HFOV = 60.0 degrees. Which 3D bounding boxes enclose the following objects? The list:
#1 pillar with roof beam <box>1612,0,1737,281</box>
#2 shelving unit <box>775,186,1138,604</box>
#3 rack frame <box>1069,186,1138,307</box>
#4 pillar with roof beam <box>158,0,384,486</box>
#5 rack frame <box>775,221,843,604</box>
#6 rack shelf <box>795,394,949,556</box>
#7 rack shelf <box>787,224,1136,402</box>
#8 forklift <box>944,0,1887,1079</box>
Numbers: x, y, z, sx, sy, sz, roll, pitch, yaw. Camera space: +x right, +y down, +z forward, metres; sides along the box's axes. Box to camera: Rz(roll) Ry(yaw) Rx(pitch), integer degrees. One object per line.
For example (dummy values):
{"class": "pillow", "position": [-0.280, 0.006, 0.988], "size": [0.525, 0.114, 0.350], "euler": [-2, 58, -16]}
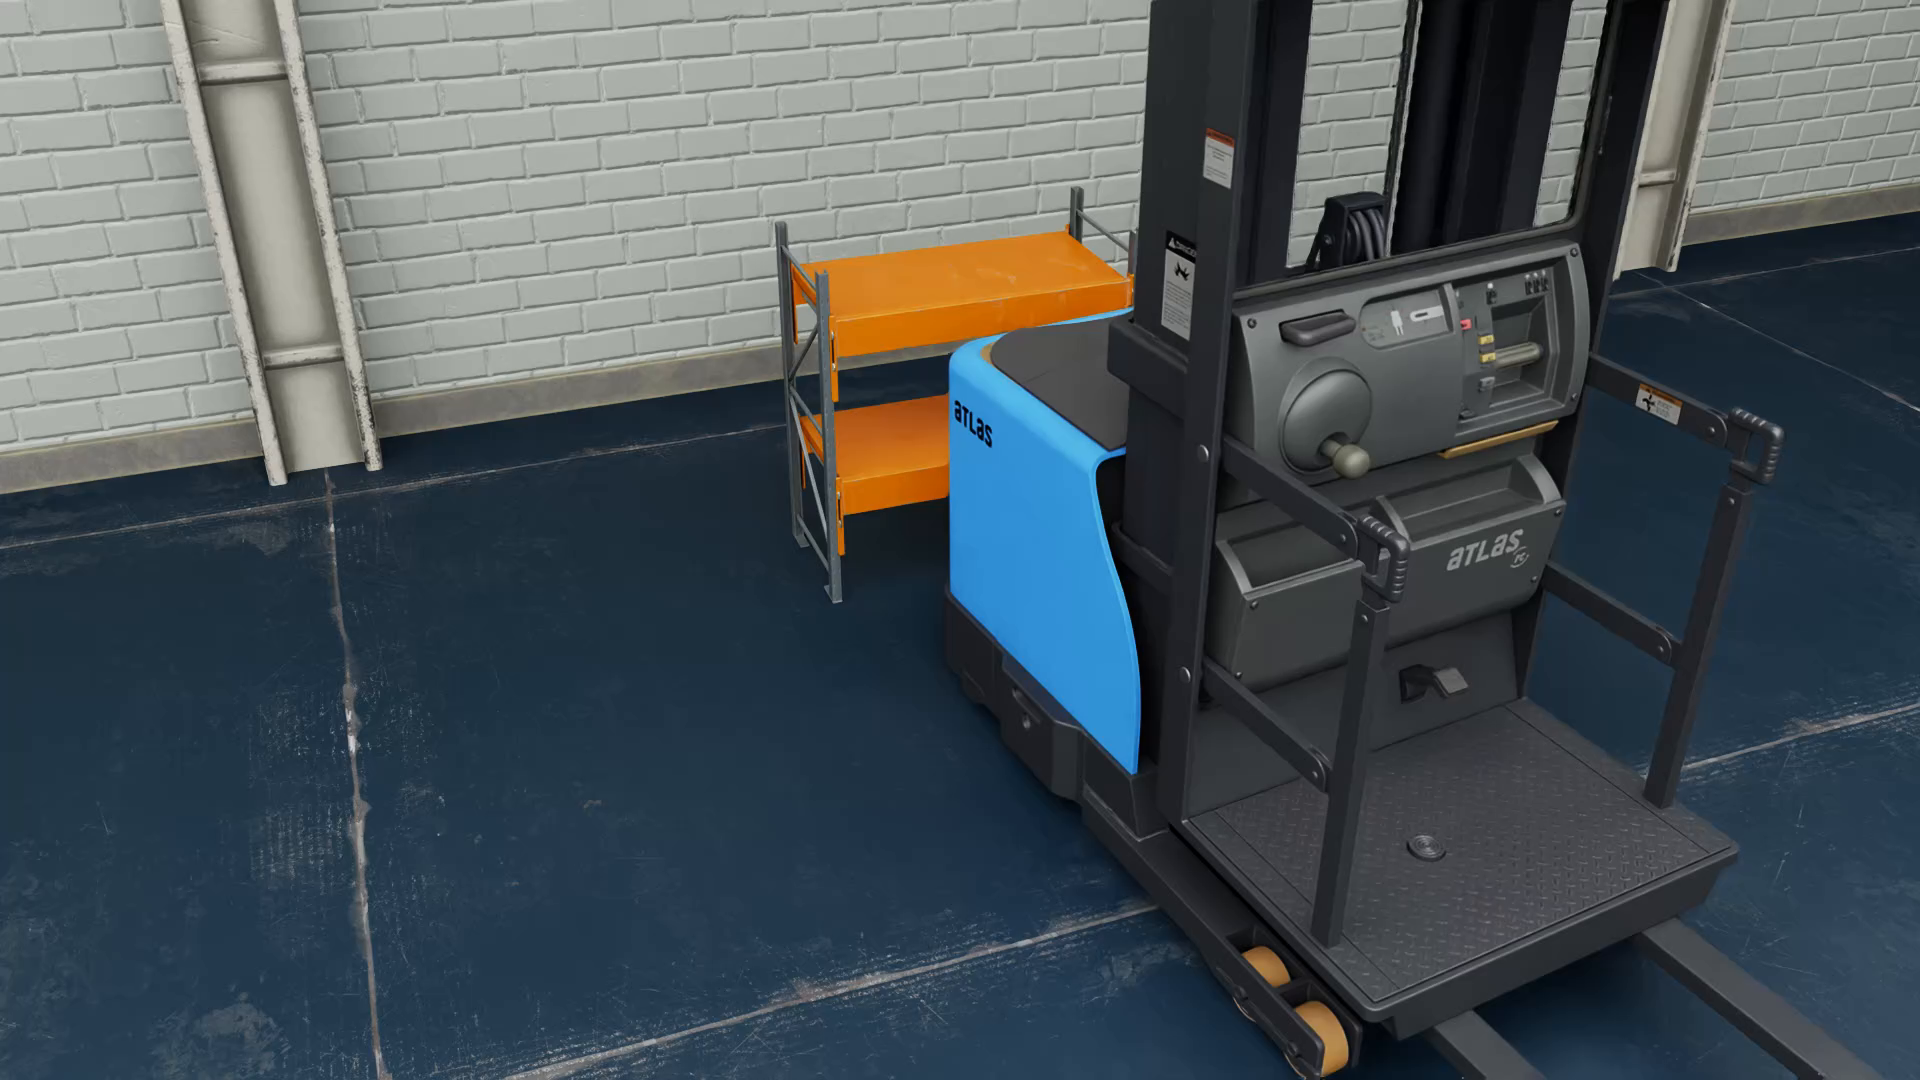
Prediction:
{"class": "pillar with roof beam", "position": [4.728, -3.252, 2.367], "size": [0.400, 9.000, 9.100], "euler": [-10, 31, -18]}
{"class": "shelving unit", "position": [-0.006, -0.488, 5.469], "size": [1.048, 1.125, 0.538], "euler": [-10, 31, -18]}
{"class": "rack frame", "position": [0.470, -0.575, 5.624], "size": [0.032, 1.125, 0.500], "euler": [-10, 31, -18]}
{"class": "pillar with roof beam", "position": [-0.895, -2.216, 0.550], "size": [0.400, 9.000, 9.100], "euler": [-10, 31, -18]}
{"class": "rack frame", "position": [-0.483, -0.400, 5.315], "size": [0.032, 1.125, 0.500], "euler": [-10, 31, -18]}
{"class": "rack shelf", "position": [-0.006, -0.275, 5.591], "size": [1.000, 0.278, 0.538], "euler": [-10, 31, -18]}
{"class": "rack shelf", "position": [-0.006, -0.742, 5.325], "size": [1.000, 0.278, 0.538], "euler": [-10, 31, -18]}
{"class": "forklift", "position": [1.088, -0.342, 3.390], "size": [1.130, 2.935, 3.031], "euler": [-15, 33, -24]}
